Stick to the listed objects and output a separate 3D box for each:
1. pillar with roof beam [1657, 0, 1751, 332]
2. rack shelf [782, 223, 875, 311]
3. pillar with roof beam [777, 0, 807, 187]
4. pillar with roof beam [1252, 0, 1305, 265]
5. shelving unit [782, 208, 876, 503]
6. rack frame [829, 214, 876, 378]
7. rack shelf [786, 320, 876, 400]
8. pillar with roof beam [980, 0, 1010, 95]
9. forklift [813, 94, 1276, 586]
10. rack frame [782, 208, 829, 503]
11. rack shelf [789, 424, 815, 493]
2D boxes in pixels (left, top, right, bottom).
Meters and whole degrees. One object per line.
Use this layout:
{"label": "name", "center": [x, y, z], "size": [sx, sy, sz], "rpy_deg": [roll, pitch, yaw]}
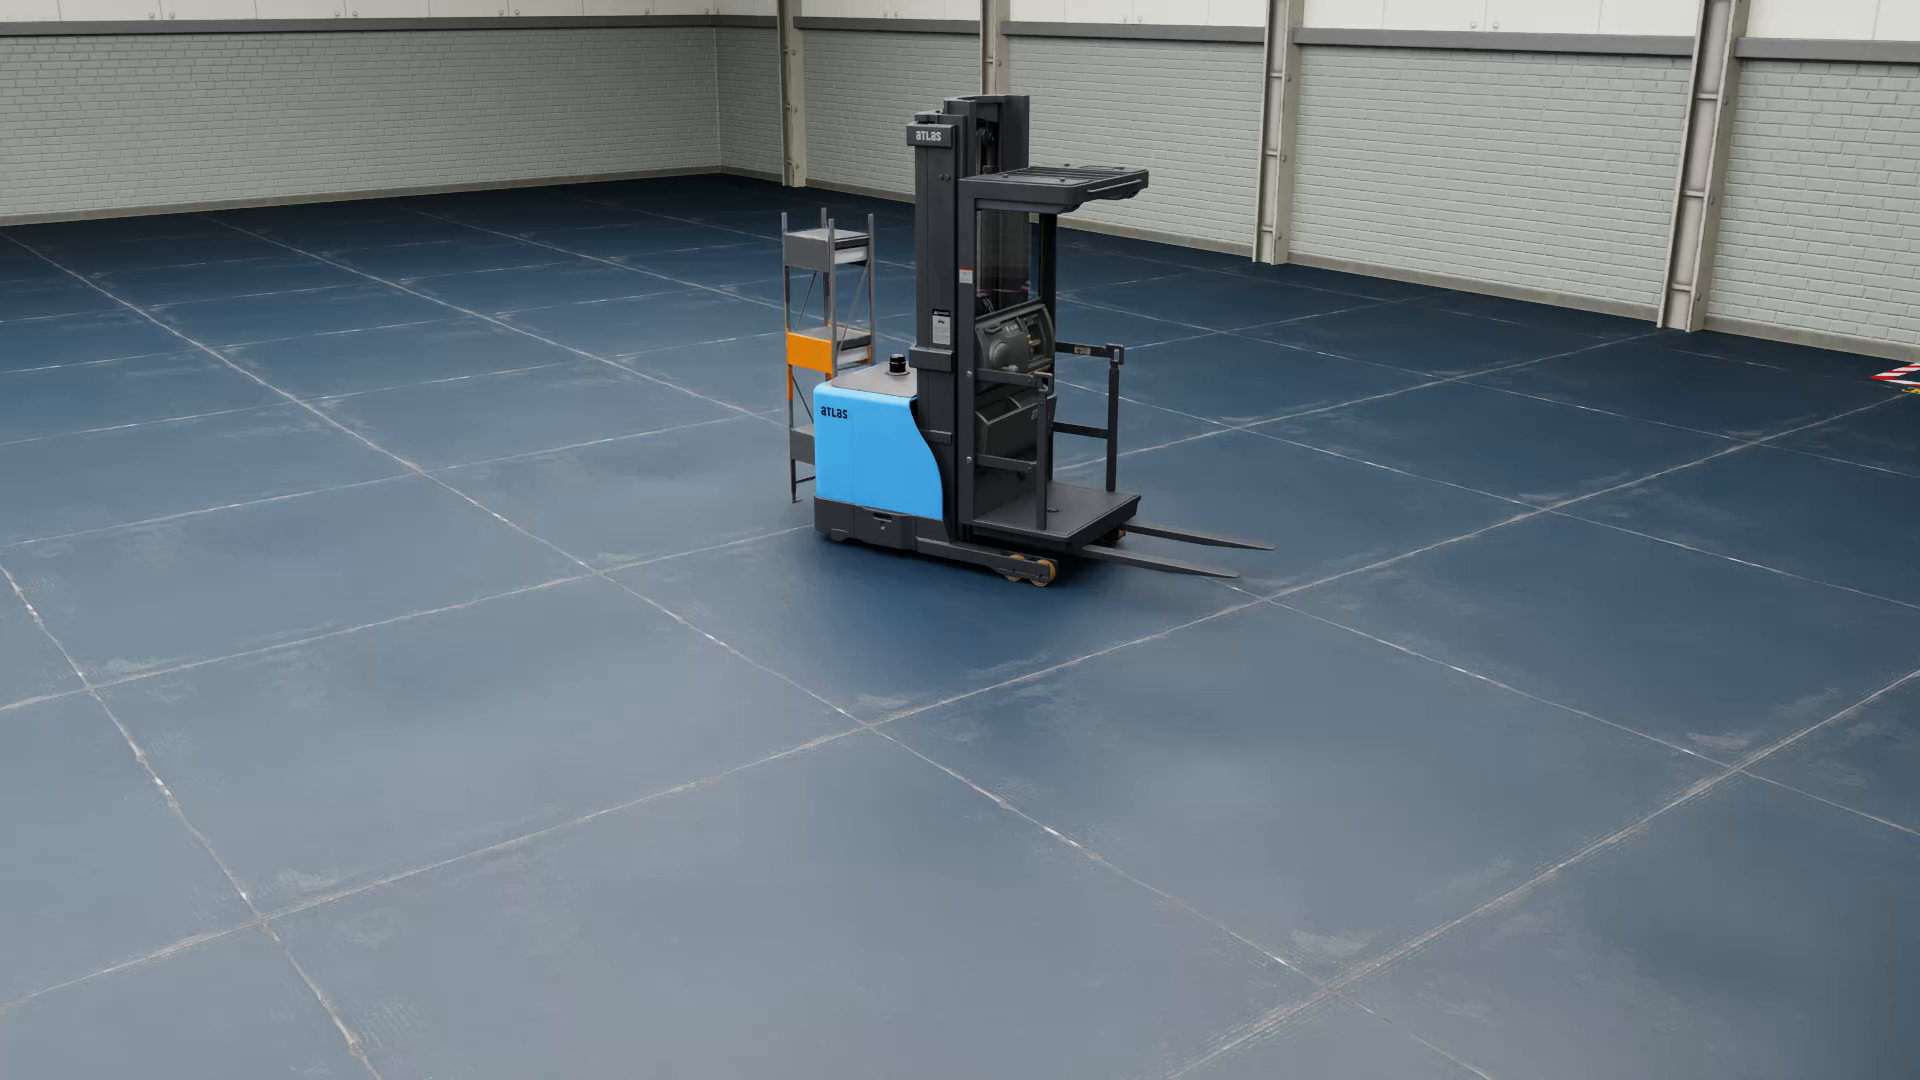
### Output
{"label": "pillar with roof beam", "center": [4.634, -5.791, 14.536], "size": [9.100, 9.000, 0.400], "rpy_deg": [-14, 23, -36]}
{"label": "rack shelf", "center": [-0.917, -1.912, 11.614], "size": [0.480, 0.518, 0.431], "rpy_deg": [17, 25, 41]}
{"label": "pillar with roof beam", "center": [-6.542, -10.227, 27.931], "size": [9.100, 9.000, 0.400], "rpy_deg": [-14, 23, -36]}
{"label": "pillar with roof beam", "center": [0.909, -7.270, 19.001], "size": [9.100, 9.000, 0.400], "rpy_deg": [-14, 23, -36]}
{"label": "shelving unit", "center": [-0.917, -1.261, 11.830], "size": [0.503, 2.100, 0.431], "rpy_deg": [17, 25, 41]}
{"label": "rack frame", "center": [-0.741, -1.208, 11.669], "size": [0.015, 2.100, 0.400], "rpy_deg": [17, 25, 41]}
{"label": "rack shelf", "center": [-0.917, -1.248, 11.834], "size": [0.480, 0.518, 0.431], "rpy_deg": [17, 25, 41]}
{"label": "pillar with roof beam", "center": [-2.817, -8.748, 23.466], "size": [9.100, 9.000, 0.400], "rpy_deg": [-14, 23, -36]}
{"label": "forklift", "center": [0.535, -1.290, 10.597], "size": [3.031, 2.935, 1.130], "rpy_deg": [11, 21, 29]}
{"label": "rack frame", "center": [-1.093, -1.314, 11.990], "size": [0.015, 2.100, 0.400], "rpy_deg": [17, 25, 41]}
{"label": "rack shelf", "center": [-0.917, -0.583, 12.054], "size": [0.480, 0.518, 0.431], "rpy_deg": [17, 25, 41]}
